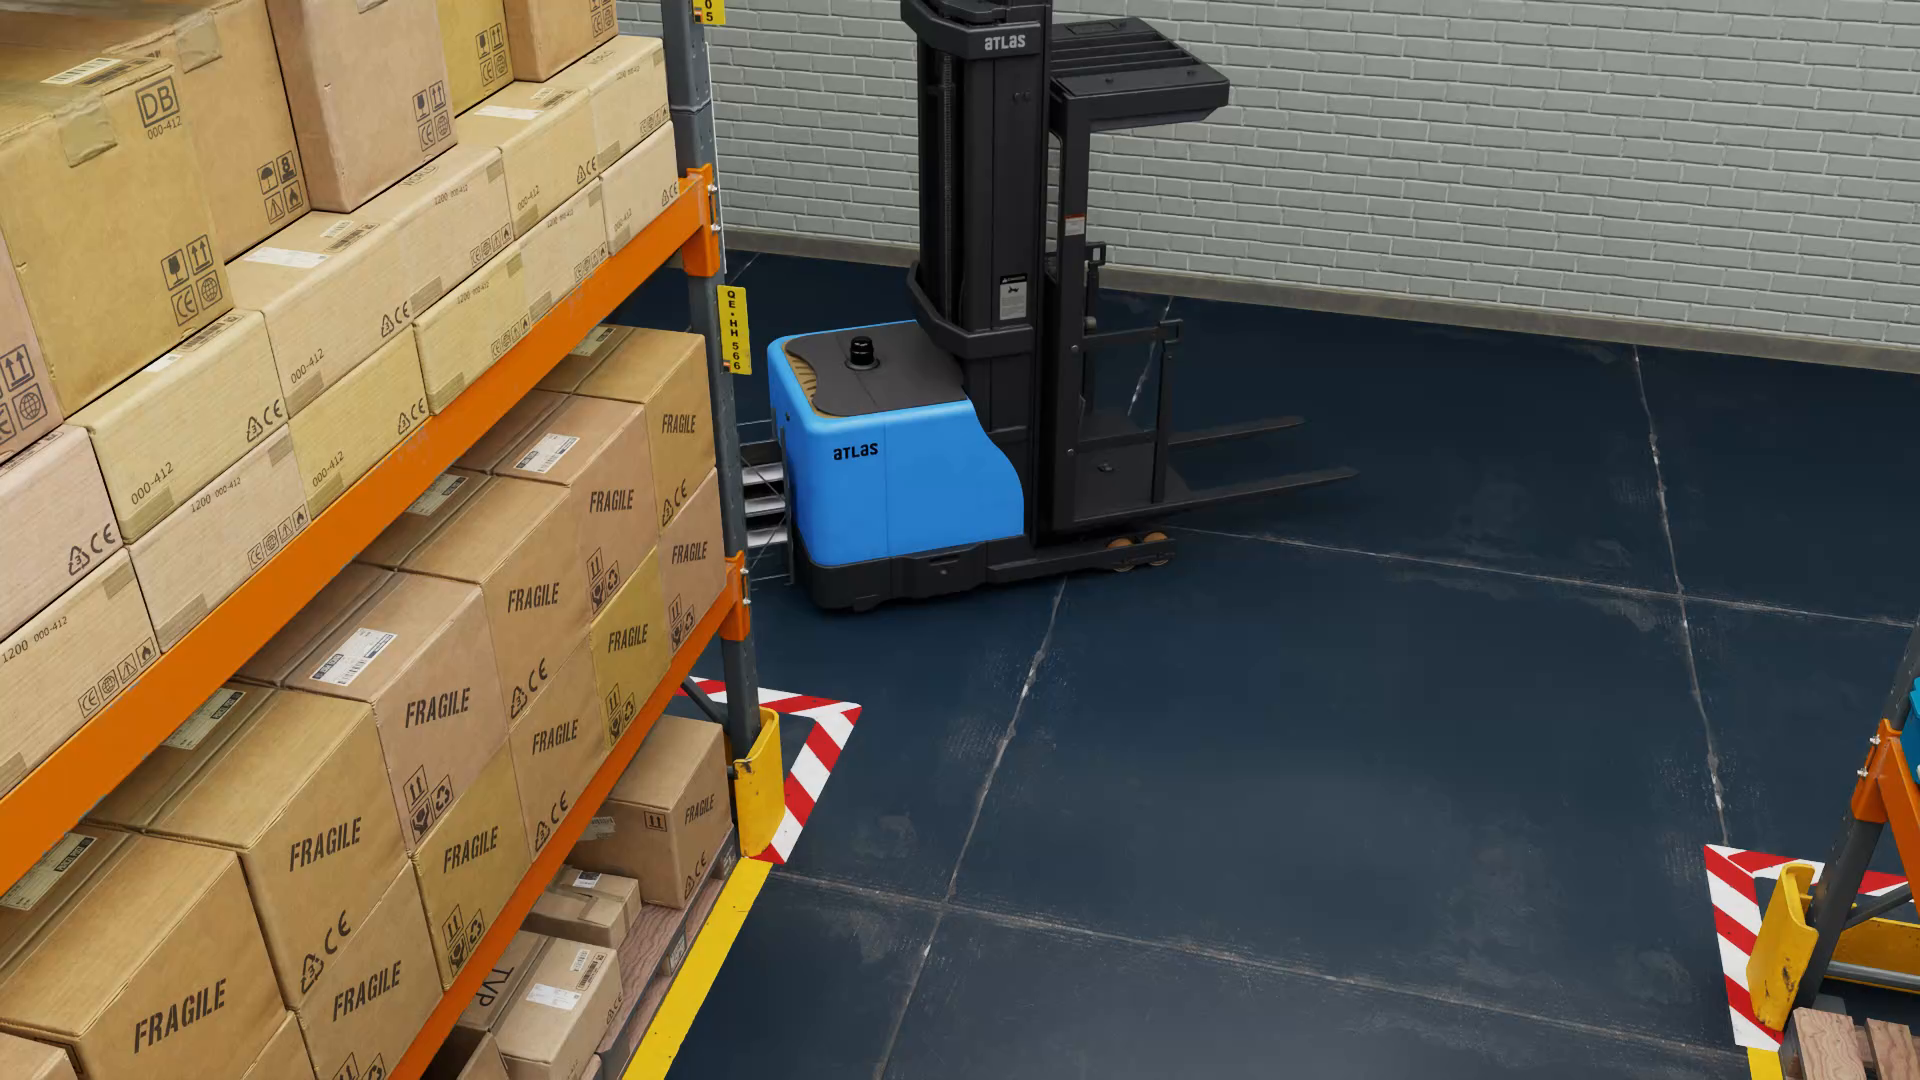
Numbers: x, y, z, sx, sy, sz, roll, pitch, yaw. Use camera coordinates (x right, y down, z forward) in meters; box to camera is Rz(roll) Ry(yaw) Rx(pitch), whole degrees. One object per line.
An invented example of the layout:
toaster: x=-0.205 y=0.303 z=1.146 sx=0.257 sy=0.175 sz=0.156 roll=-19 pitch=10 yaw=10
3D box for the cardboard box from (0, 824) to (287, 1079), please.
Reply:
cardboard box: x=-1.799 y=0.955 z=3.427 sx=0.500 sy=0.500 sz=0.500 roll=7 pitch=33 yaw=11

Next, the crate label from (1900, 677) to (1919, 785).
crate label: x=3.103 y=0.622 z=5.076 sx=0.416 sy=0.233 sz=0.303 roll=8 pitch=33 yaw=12

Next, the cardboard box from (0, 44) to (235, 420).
cardboard box: x=-1.850 y=-0.595 z=3.069 sx=0.700 sy=0.500 sz=0.500 roll=8 pitch=33 yaw=12

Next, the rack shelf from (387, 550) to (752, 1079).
rack shelf: x=-1.814 y=1.158 z=4.802 sx=1.077 sy=0.370 sz=4.000 roll=8 pitch=33 yaw=12

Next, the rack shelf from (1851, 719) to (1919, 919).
rack shelf: x=2.977 y=1.835 z=3.739 sx=1.077 sy=0.370 sz=4.000 roll=8 pitch=33 yaw=12

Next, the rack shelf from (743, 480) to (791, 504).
rack shelf: x=-0.981 y=-0.240 z=8.184 sx=0.258 sy=0.077 sz=0.200 roll=-9 pitch=34 yaw=-15

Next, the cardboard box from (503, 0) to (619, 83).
cardboard box: x=-1.421 y=-1.644 z=4.719 sx=0.700 sy=0.500 sz=0.500 roll=8 pitch=33 yaw=12

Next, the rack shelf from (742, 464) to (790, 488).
rack shelf: x=-0.981 y=-0.316 z=8.135 sx=0.258 sy=0.077 sz=0.200 roll=-9 pitch=34 yaw=-15

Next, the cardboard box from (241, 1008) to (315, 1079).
cardboard box: x=-1.801 y=1.357 z=3.726 sx=0.500 sy=0.500 sz=0.500 roll=9 pitch=33 yaw=13

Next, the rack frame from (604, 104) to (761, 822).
rack frame: x=-1.306 y=-0.183 z=6.242 sx=1.000 sy=3.000 sz=0.127 roll=8 pitch=33 yaw=12

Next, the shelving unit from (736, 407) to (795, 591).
shelving unit: x=-0.981 y=-0.192 z=8.214 sx=0.258 sy=0.900 sz=0.210 roll=-9 pitch=34 yaw=-15

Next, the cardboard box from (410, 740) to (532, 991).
cardboard box: x=-1.545 y=0.834 z=4.550 sx=0.500 sy=0.500 sz=0.500 roll=8 pitch=33 yaw=12

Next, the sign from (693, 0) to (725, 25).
sign: x=-0.774 y=-1.737 z=5.065 sx=0.100 sy=0.325 sz=0.005 roll=8 pitch=33 yaw=12

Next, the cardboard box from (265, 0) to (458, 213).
cardboard box: x=-1.653 y=-1.122 z=3.898 sx=0.700 sy=0.500 sz=0.500 roll=8 pitch=33 yaw=12

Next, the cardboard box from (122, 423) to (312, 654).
cardboard box: x=-1.699 y=-0.047 z=3.371 sx=0.500 sy=0.250 sz=0.500 roll=8 pitch=33 yaw=12

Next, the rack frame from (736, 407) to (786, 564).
rack frame: x=-1.011 y=-0.245 z=8.296 sx=0.240 sy=0.900 sz=0.006 roll=-9 pitch=34 yaw=-15

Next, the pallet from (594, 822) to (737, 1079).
pallet: x=-1.527 y=1.447 z=6.277 sx=1.003 sy=0.211 sz=1.213 roll=8 pitch=33 yaw=12

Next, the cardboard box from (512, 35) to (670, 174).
cardboard box: x=-1.190 y=-1.295 z=4.869 sx=0.500 sy=0.250 sz=0.500 roll=8 pitch=33 yaw=12

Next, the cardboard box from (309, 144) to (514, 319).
cardboard box: x=-1.447 y=-0.777 z=4.054 sx=0.500 sy=0.250 sz=0.500 roll=8 pitch=33 yaw=12

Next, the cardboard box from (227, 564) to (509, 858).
cardboard box: x=-1.538 y=0.420 z=4.269 sx=0.500 sy=0.500 sz=0.500 roll=9 pitch=34 yaw=14

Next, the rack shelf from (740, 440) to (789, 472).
rack shelf: x=-0.981 y=-0.392 z=8.087 sx=0.258 sy=0.077 sz=0.200 roll=-9 pitch=34 yaw=-15

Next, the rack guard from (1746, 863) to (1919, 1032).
rack guard: x=3.478 y=1.534 z=5.871 sx=1.175 sy=0.500 sz=0.348 roll=8 pitch=33 yaw=12

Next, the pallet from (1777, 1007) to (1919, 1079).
pallet: x=3.237 y=2.093 z=5.261 sx=1.003 sy=0.211 sz=1.213 roll=8 pitch=33 yaw=12

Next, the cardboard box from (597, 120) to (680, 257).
cardboard box: x=-1.181 y=-1.083 z=5.002 sx=0.500 sy=0.250 sz=0.500 roll=8 pitch=33 yaw=12

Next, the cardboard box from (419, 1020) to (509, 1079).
cardboard box: x=-1.849 y=1.785 z=5.063 sx=0.797 sy=0.503 sz=0.637 roll=8 pitch=33 yaw=12

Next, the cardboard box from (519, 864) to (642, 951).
cardboard box: x=-1.396 y=1.341 z=6.076 sx=0.380 sy=0.166 sz=0.250 roll=8 pitch=33 yaw=12

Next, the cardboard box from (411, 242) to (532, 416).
cardboard box: x=-1.433 y=-0.564 z=4.185 sx=0.500 sy=0.250 sz=0.500 roll=8 pitch=33 yaw=12

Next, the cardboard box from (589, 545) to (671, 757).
cardboard box: x=-1.285 y=0.314 z=5.367 sx=0.500 sy=0.500 sz=0.500 roll=8 pitch=33 yaw=13

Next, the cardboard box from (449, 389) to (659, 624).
cardboard box: x=-1.280 y=-0.117 z=5.112 sx=0.500 sy=0.500 sz=0.500 roll=9 pitch=34 yaw=14

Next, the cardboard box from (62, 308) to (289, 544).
cardboard box: x=-1.694 y=-0.257 z=3.236 sx=0.500 sy=0.250 sz=0.500 roll=8 pitch=33 yaw=12

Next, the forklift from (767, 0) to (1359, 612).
forklift: x=0.594 y=-1.336 z=8.120 sx=3.031 sy=2.935 sz=1.130 roll=-9 pitch=34 yaw=-15
